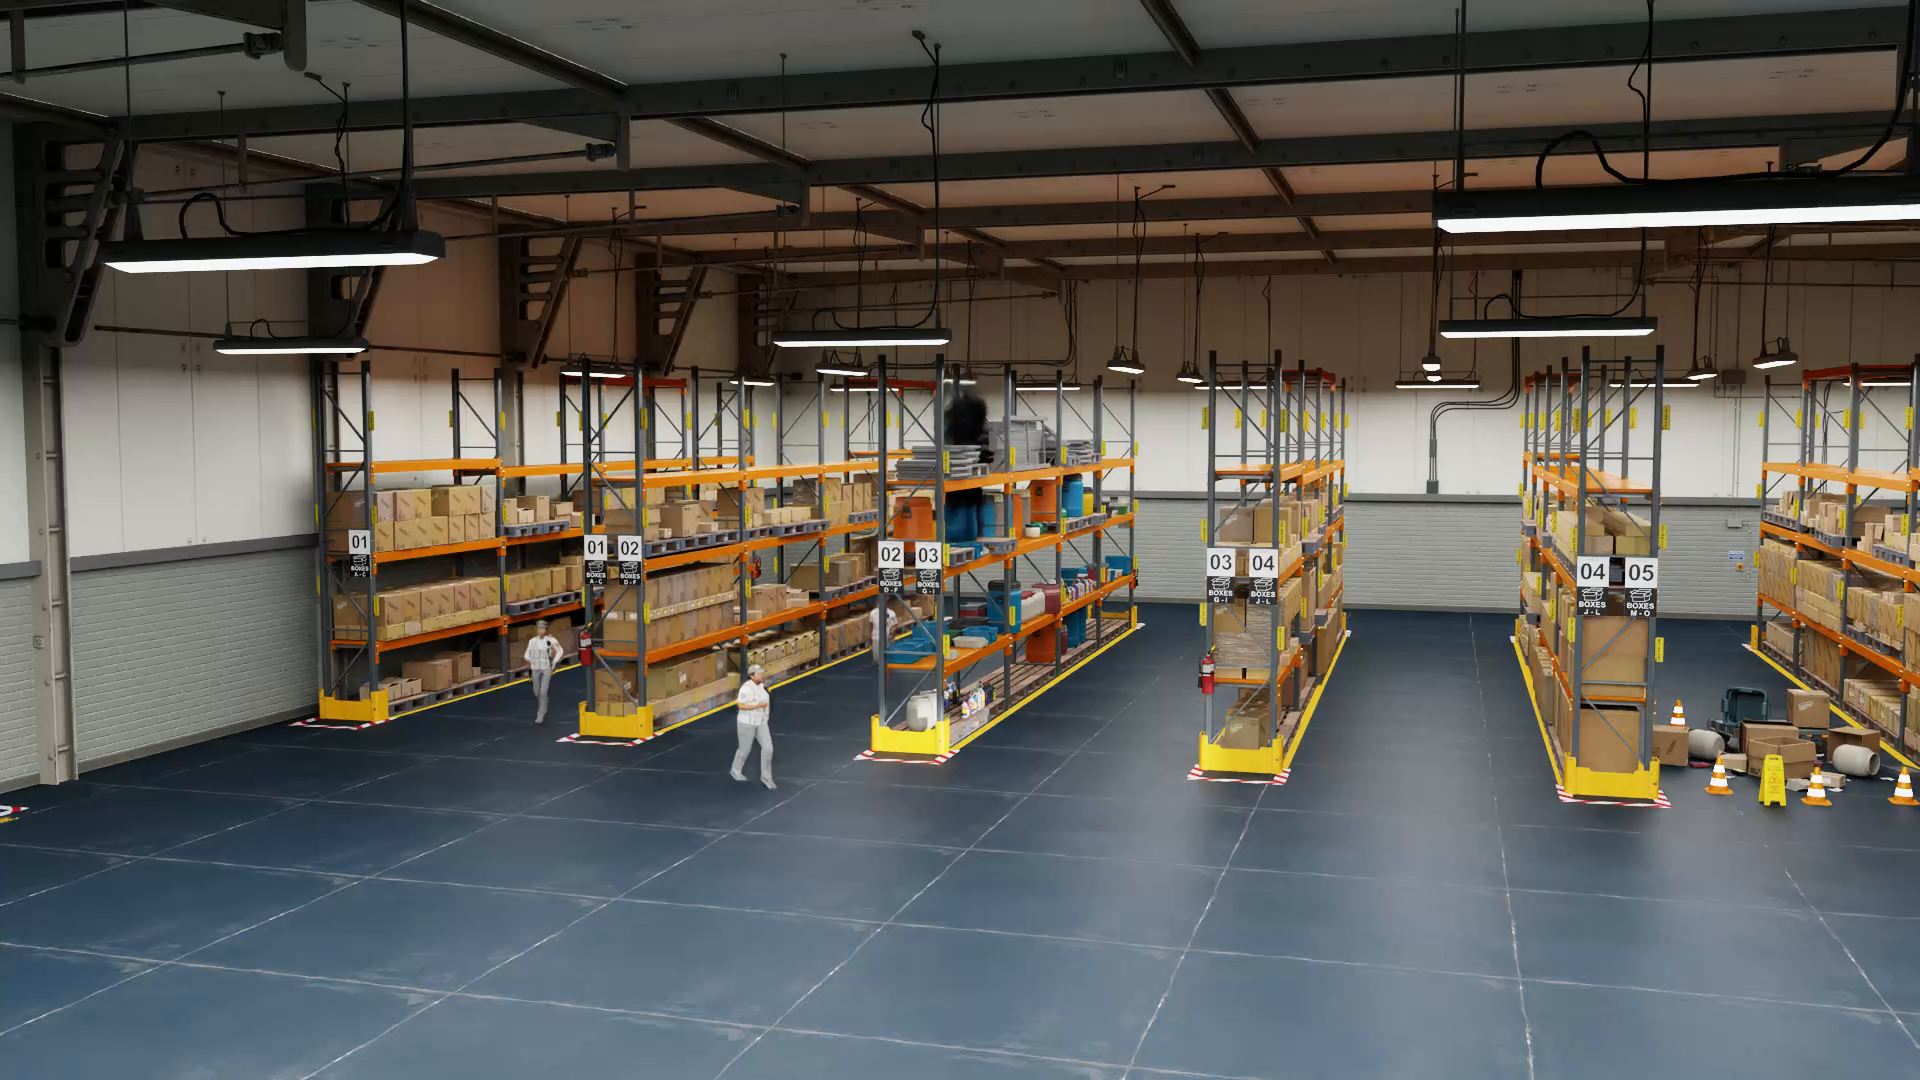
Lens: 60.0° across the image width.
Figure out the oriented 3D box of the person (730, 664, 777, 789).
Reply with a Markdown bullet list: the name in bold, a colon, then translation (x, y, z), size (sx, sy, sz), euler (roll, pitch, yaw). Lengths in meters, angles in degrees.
- **person**: translation (-2.874, 2.565, 22.770), size (0.765, 1.722, 0.576), euler (3, 5, 37)

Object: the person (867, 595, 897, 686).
- **person**: translation (-1.397, 1.778, 29.557), size (0.559, 1.659, 0.585), euler (1, 4, 10)

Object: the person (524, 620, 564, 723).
- **person**: translation (-6.956, 2.164, 27.720), size (0.618, 1.667, 0.893), euler (0, 4, 2)
